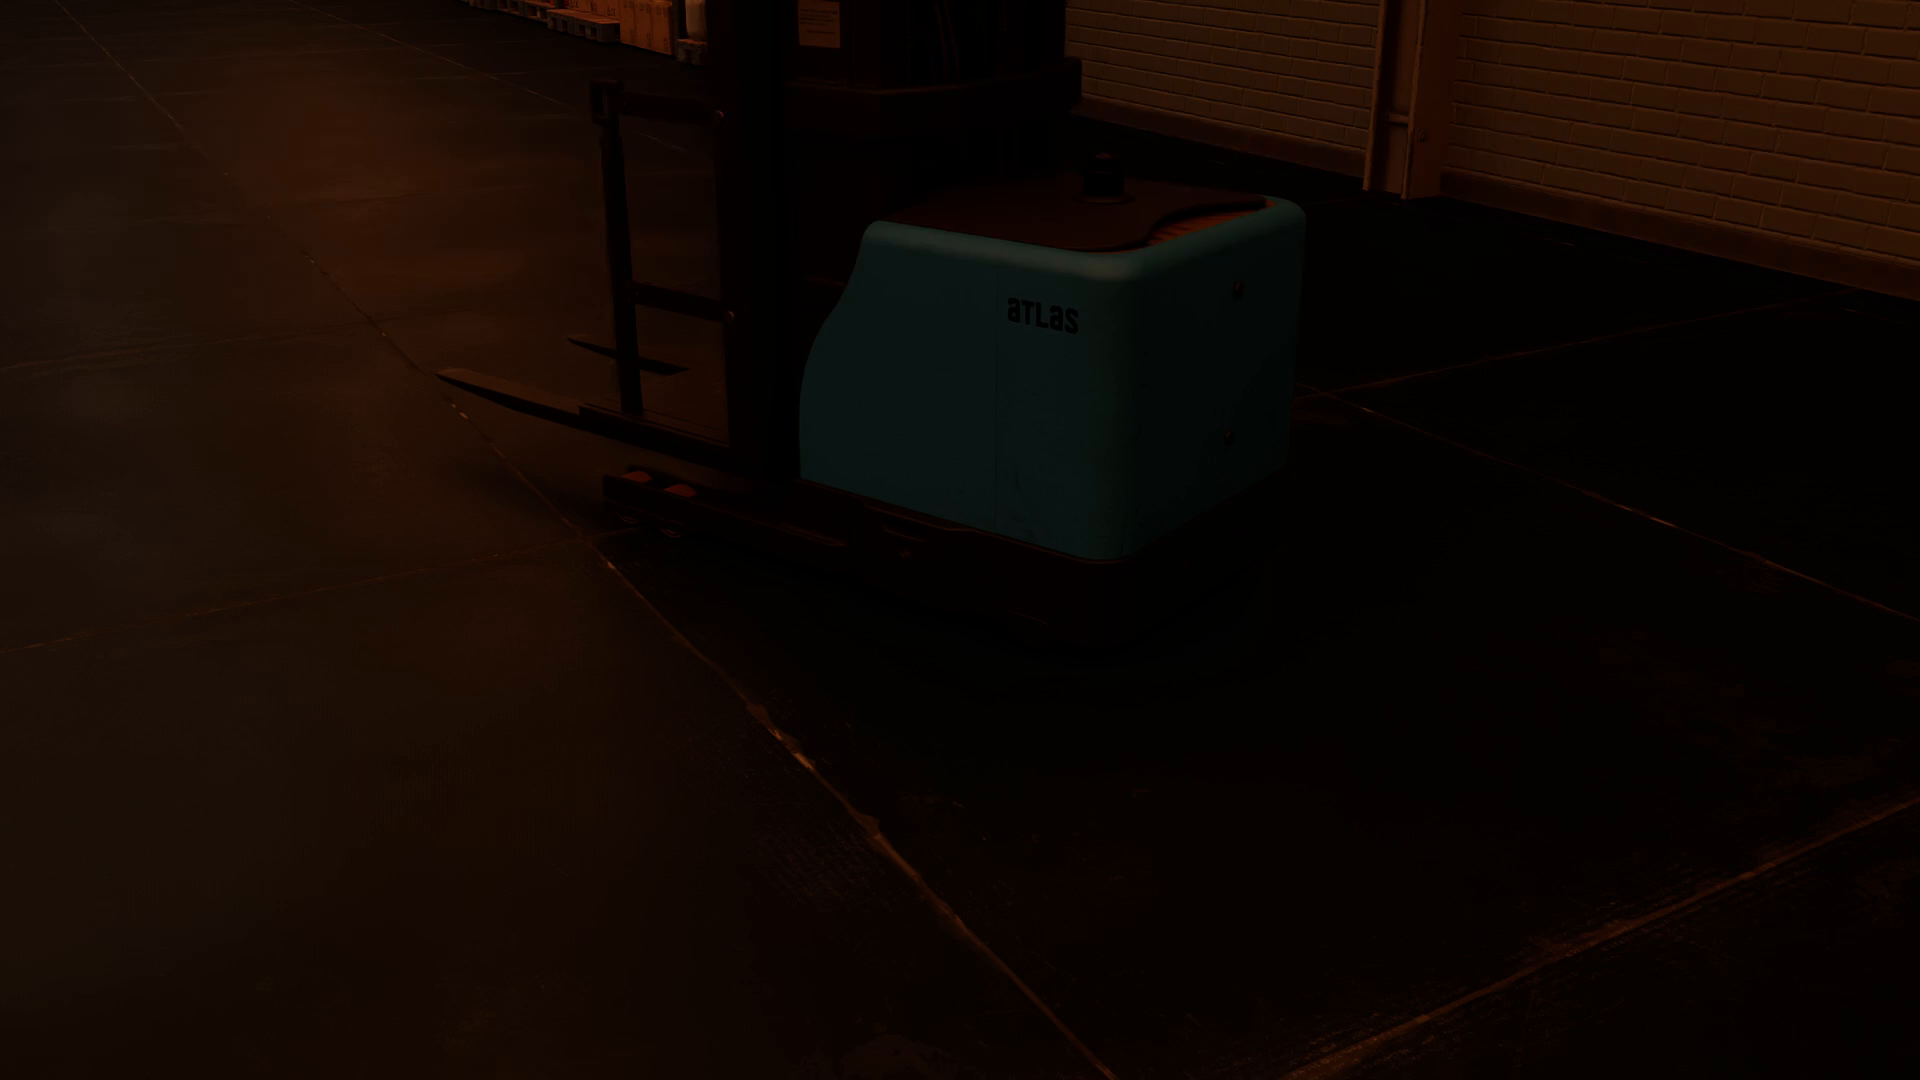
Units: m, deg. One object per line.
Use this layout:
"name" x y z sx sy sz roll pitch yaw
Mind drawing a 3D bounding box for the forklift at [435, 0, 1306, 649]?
"forklift" -0.501 -1.503 4.937 3.031 2.935 1.130 16 27 34
